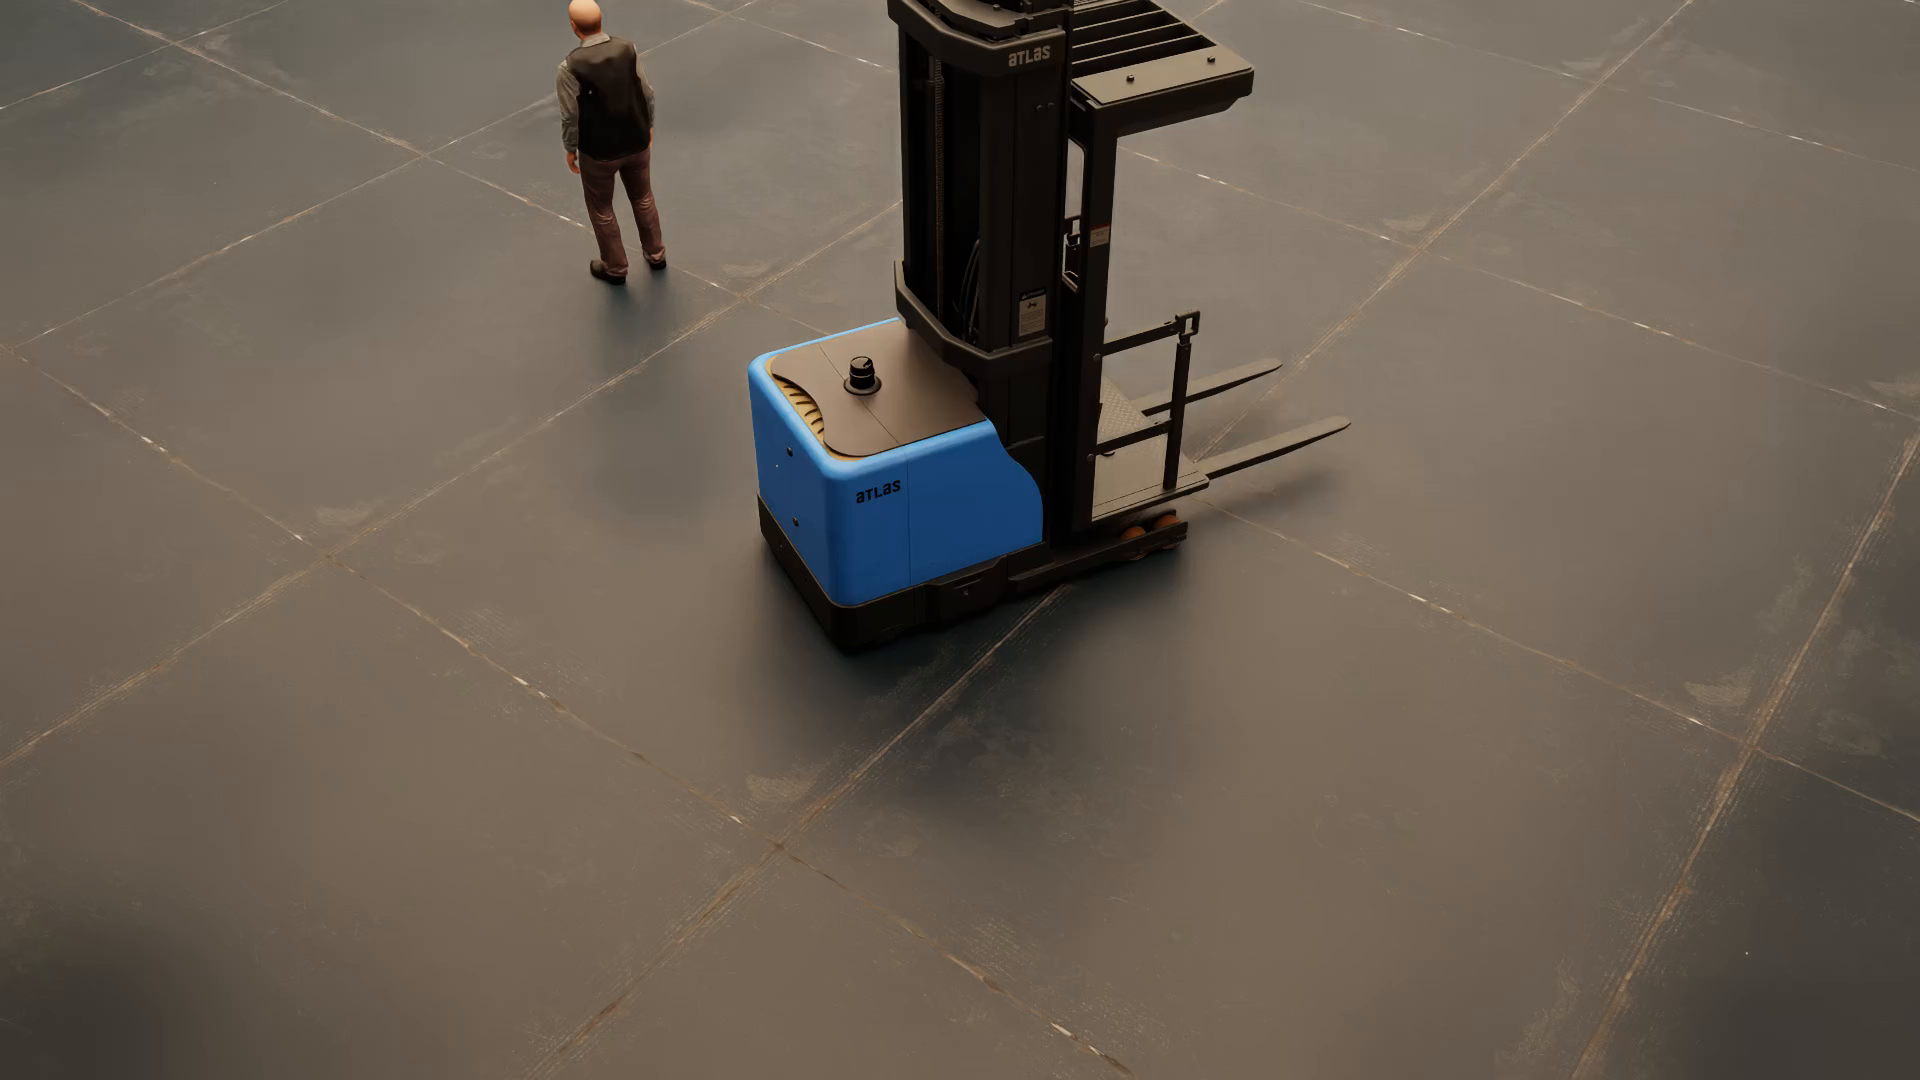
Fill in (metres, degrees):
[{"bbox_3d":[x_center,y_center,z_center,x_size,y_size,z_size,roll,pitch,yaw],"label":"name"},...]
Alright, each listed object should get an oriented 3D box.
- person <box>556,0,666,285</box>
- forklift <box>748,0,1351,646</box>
[{"bbox_3d":[-2.029,-2.267,9.747,0.580,1.617,0.421,-26,47,-27],"label":"person"},{"bbox_3d":[0.555,-1.302,7.601,3.031,2.935,1.130,-19,44,-20],"label":"forklift"}]
